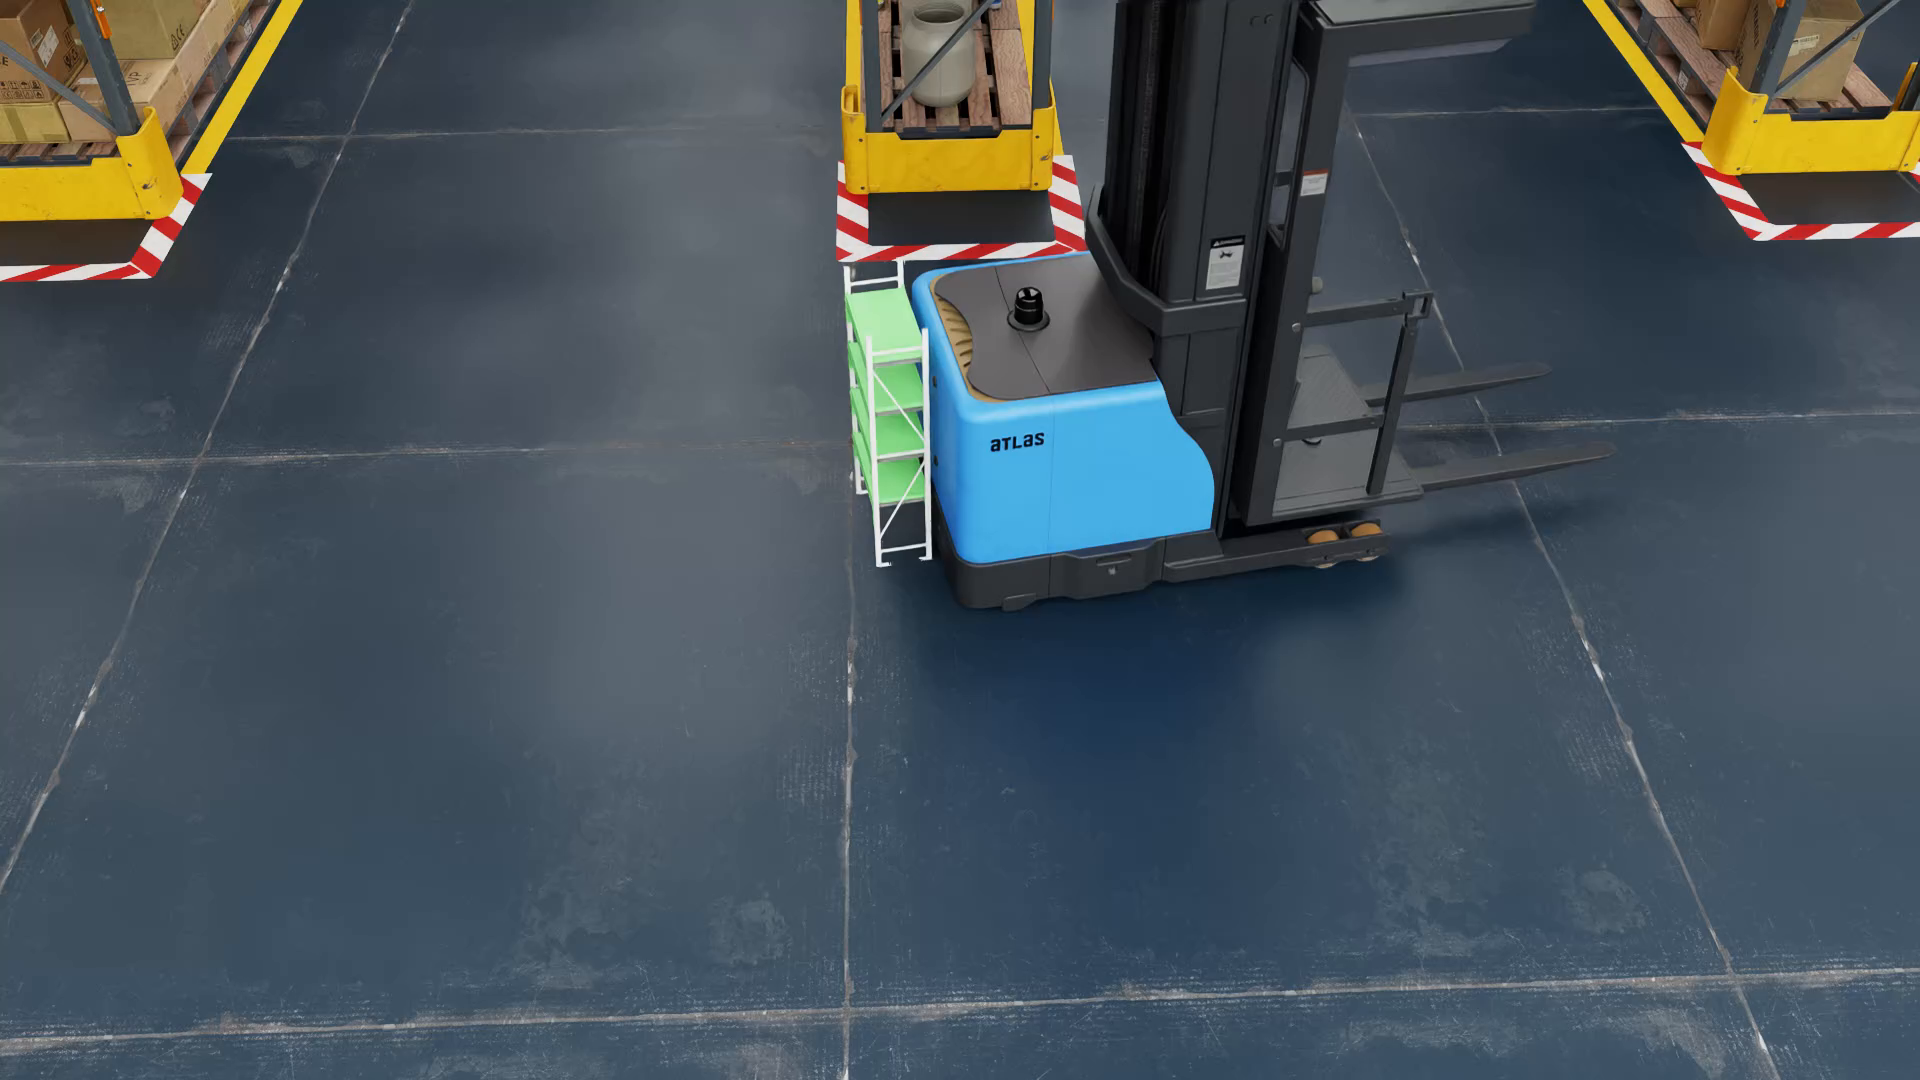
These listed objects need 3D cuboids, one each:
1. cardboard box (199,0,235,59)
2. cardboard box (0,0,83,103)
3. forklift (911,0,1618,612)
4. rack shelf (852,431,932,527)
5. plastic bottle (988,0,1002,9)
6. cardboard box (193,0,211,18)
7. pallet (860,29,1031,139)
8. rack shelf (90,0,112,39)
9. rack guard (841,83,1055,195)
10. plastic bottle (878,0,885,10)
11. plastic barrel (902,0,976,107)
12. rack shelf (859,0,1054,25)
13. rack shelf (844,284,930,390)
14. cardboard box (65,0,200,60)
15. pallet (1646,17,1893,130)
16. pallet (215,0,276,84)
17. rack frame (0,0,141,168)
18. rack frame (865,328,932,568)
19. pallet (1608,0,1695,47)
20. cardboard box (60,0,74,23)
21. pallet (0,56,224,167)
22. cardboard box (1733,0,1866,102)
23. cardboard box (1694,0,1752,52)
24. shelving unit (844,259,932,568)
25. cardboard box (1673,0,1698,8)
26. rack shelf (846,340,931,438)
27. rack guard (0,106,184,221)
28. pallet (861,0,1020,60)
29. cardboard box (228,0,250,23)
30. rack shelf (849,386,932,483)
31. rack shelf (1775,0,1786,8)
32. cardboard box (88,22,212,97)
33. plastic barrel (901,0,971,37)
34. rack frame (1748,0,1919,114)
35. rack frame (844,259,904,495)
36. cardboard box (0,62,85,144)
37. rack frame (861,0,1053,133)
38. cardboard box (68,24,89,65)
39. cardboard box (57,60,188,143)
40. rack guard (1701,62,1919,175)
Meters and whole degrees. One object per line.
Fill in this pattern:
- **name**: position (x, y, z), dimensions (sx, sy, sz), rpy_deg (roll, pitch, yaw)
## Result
- **cardboard box**: position (-4.812, -3.181, 10.224), dimensions (0.500, 0.250, 0.500), rpy_deg (-2, 43, -2)
- **cardboard box**: position (-5.285, -2.767, 9.218), dimensions (0.500, 0.500, 0.500), rpy_deg (-2, 43, -2)
- **forklift**: position (1.359, -1.301, 6.500), dimensions (3.031, 2.935, 1.130), rpy_deg (-9, 43, -9)
- **rack shelf**: position (-0.294, -0.283, 7.121), dimensions (0.258, 0.148, 0.480), rpy_deg (-9, 43, -9)
- **plastic bottle**: position (0.218, -3.525, 10.569), dimensions (0.097, 0.271, 0.097), rpy_deg (0, 43, 0)
- **cardboard box**: position (-4.823, -3.457, 9.970), dimensions (0.500, 0.500, 0.500), rpy_deg (-2, 43, -2)
- **pallet**: position (-0.096, -2.706, 10.046), dimensions (1.003, 0.211, 1.213), rpy_deg (-2, 43, -2)
- **rack shelf**: position (-5.050, -4.081, 10.015), dimensions (1.077, 0.370, 4.000), rpy_deg (-2, 43, -2)
- **rack guard**: position (-0.067, -2.264, 9.350), dimensions (1.175, 0.500, 0.348), rpy_deg (-2, 43, -2)
- **plastic bottle**: position (-0.532, -3.494, 10.587), dimensions (0.097, 0.201, 0.097), rpy_deg (0, 43, 0)
- **plastic barrel**: position (-0.121, -2.815, 9.632), dimensions (0.421, 0.512, 0.421), rpy_deg (0, 43, 0)
- **rack shelf**: position (-0.101, -4.221, 10.167), dimensions (1.077, 0.370, 4.000), rpy_deg (-2, 43, -2)
- **rack shelf**: position (-0.295, -0.814, 6.634), dimensions (0.258, 0.148, 0.480), rpy_deg (-9, 43, -9)
- **cardboard box**: position (-4.789, -3.120, 9.603), dimensions (0.500, 0.500, 0.500), rpy_deg (-2, 43, -2)
- **pallet**: position (4.930, -2.851, 10.204), dimensions (1.003, 0.211, 1.213), rpy_deg (-2, 43, -2)
- **pallet**: position (-5.088, -3.305, 10.699), dimensions (1.003, 0.211, 1.213), rpy_deg (-2, 43, -2)
- **rack frame**: position (-4.965, -2.996, 8.299), dimensions (1.000, 3.000, 0.127), rpy_deg (-2, 43, -2)
- **rack frame**: position (-0.241, -0.347, 6.740), dimensions (0.240, 1.200, 0.015), rpy_deg (-9, 43, -9)
- **pallet**: position (4.881, -3.672, 11.100), dimensions (1.003, 0.211, 1.213), rpy_deg (-2, 43, -2)
- **cardboard box**: position (-5.343, -3.442, 9.954), dimensions (0.500, 0.500, 0.500), rpy_deg (-2, 43, -2)
- **pallet**: position (-5.040, -2.483, 9.803), dimensions (1.003, 0.211, 1.213), rpy_deg (-2, 43, -2)
- **cardboard box**: position (4.922, -2.933, 9.769), dimensions (0.500, 0.500, 0.500), rpy_deg (6, 43, 6)
- **cardboard box**: position (4.863, -3.336, 10.208), dimensions (0.500, 0.500, 0.500), rpy_deg (9, 43, 9)
- **shelving unit**: position (-0.294, -0.507, 6.915), dimensions (0.258, 1.200, 0.503), rpy_deg (-9, 43, -9)
- **cardboard box**: position (4.855, -3.759, 10.670), dimensions (0.500, 0.500, 0.500), rpy_deg (2, 43, 2)
- **rack shelf**: position (-0.294, -0.637, 6.796), dimensions (0.258, 0.148, 0.480), rpy_deg (-9, 43, -9)
- **rack guard**: position (-4.964, -2.058, 9.126), dimensions (1.175, 0.500, 0.348), rpy_deg (-2, 43, -2)
- **pallet**: position (-0.145, -3.528, 10.943), dimensions (1.003, 0.211, 1.213), rpy_deg (-2, 43, -2)
- **cardboard box**: position (-4.828, -3.518, 10.593), dimensions (0.500, 0.250, 0.500), rpy_deg (-2, 43, -2)
- **rack shelf**: position (-0.294, -0.460, 6.959), dimensions (0.258, 0.148, 0.480), rpy_deg (-9, 43, -9)
- **rack shelf**: position (4.847, -4.363, 10.322), dimensions (1.077, 0.370, 4.000), rpy_deg (-2, 43, -2)
- **cardboard box**: position (-4.791, -2.843, 9.856), dimensions (0.500, 0.250, 0.500), rpy_deg (-2, 43, -2)
- **plastic barrel**: position (-0.142, -3.154, 10.001), dimensions (0.421, 0.512, 0.421), rpy_deg (0, 43, 0)
- **rack frame**: position (4.932, -3.278, 8.606), dimensions (1.000, 3.000, 0.127), rpy_deg (-2, 43, -2)
- **rack frame**: position (-0.348, -0.668, 7.091), dimensions (0.240, 1.200, 0.015), rpy_deg (-9, 43, -9)
- **cardboard box**: position (-5.283, -2.491, 9.472), dimensions (0.500, 0.250, 0.500), rpy_deg (-2, 43, -2)
- **rack frame**: position (-0.016, -3.136, 8.451), dimensions (1.000, 3.000, 0.127), rpy_deg (-2, 43, -2)
- **cardboard box**: position (-5.317, -2.828, 9.839), dimensions (0.500, 0.250, 0.500), rpy_deg (-2, 43, -2)
- **cardboard box**: position (-4.766, -2.506, 9.488), dimensions (0.500, 0.250, 0.500), rpy_deg (-2, 43, -2)
- **rack guard**: position (4.929, -2.408, 9.507), dimensions (1.175, 0.500, 0.348), rpy_deg (-2, 43, -2)
